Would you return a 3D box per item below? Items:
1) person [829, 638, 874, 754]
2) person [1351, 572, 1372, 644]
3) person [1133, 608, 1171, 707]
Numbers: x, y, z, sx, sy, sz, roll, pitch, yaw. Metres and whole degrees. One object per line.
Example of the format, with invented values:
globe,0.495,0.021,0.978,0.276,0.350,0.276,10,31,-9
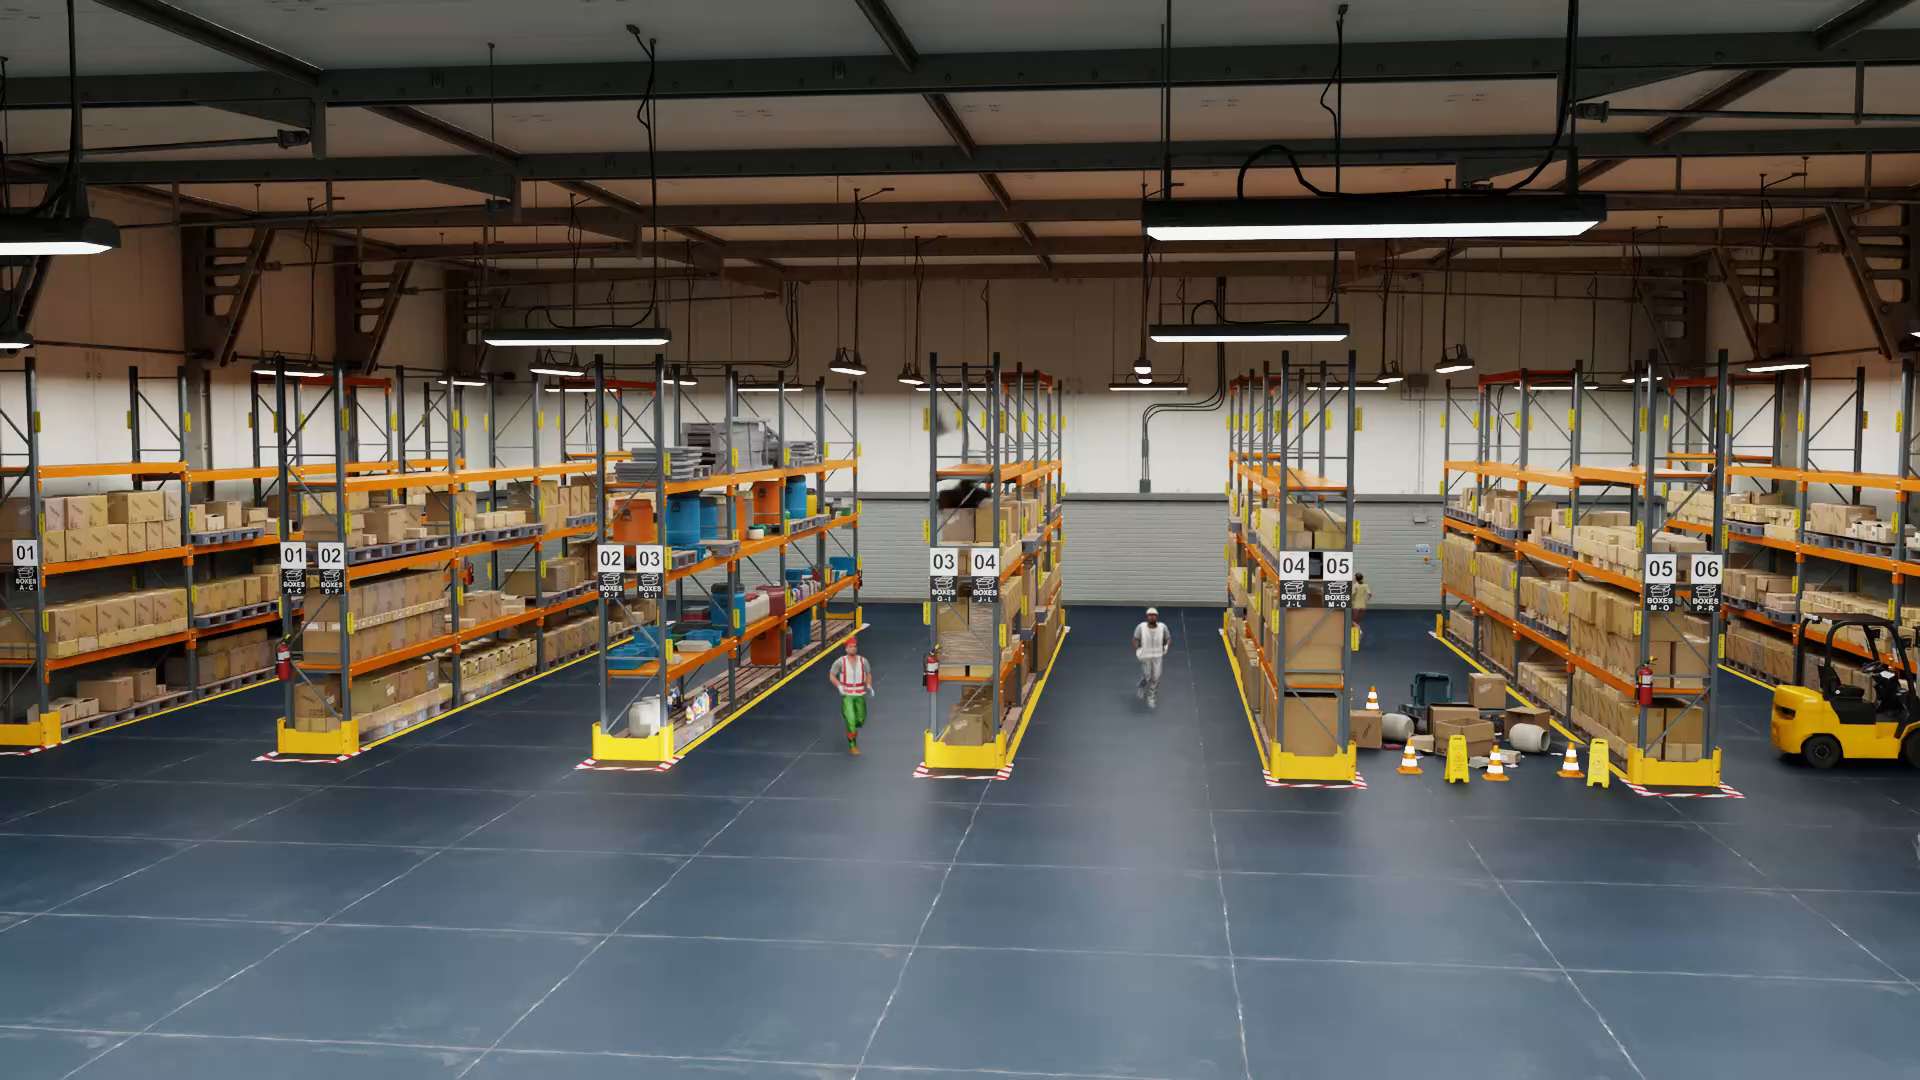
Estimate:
person,-1.660,2.351,25.293,0.656,1.744,0.607,-1,4,-17
person,8.993,1.543,37.418,0.587,1.634,0.550,-1,4,-18
person,3.395,2.064,29.312,0.672,1.749,0.640,0,4,-1
